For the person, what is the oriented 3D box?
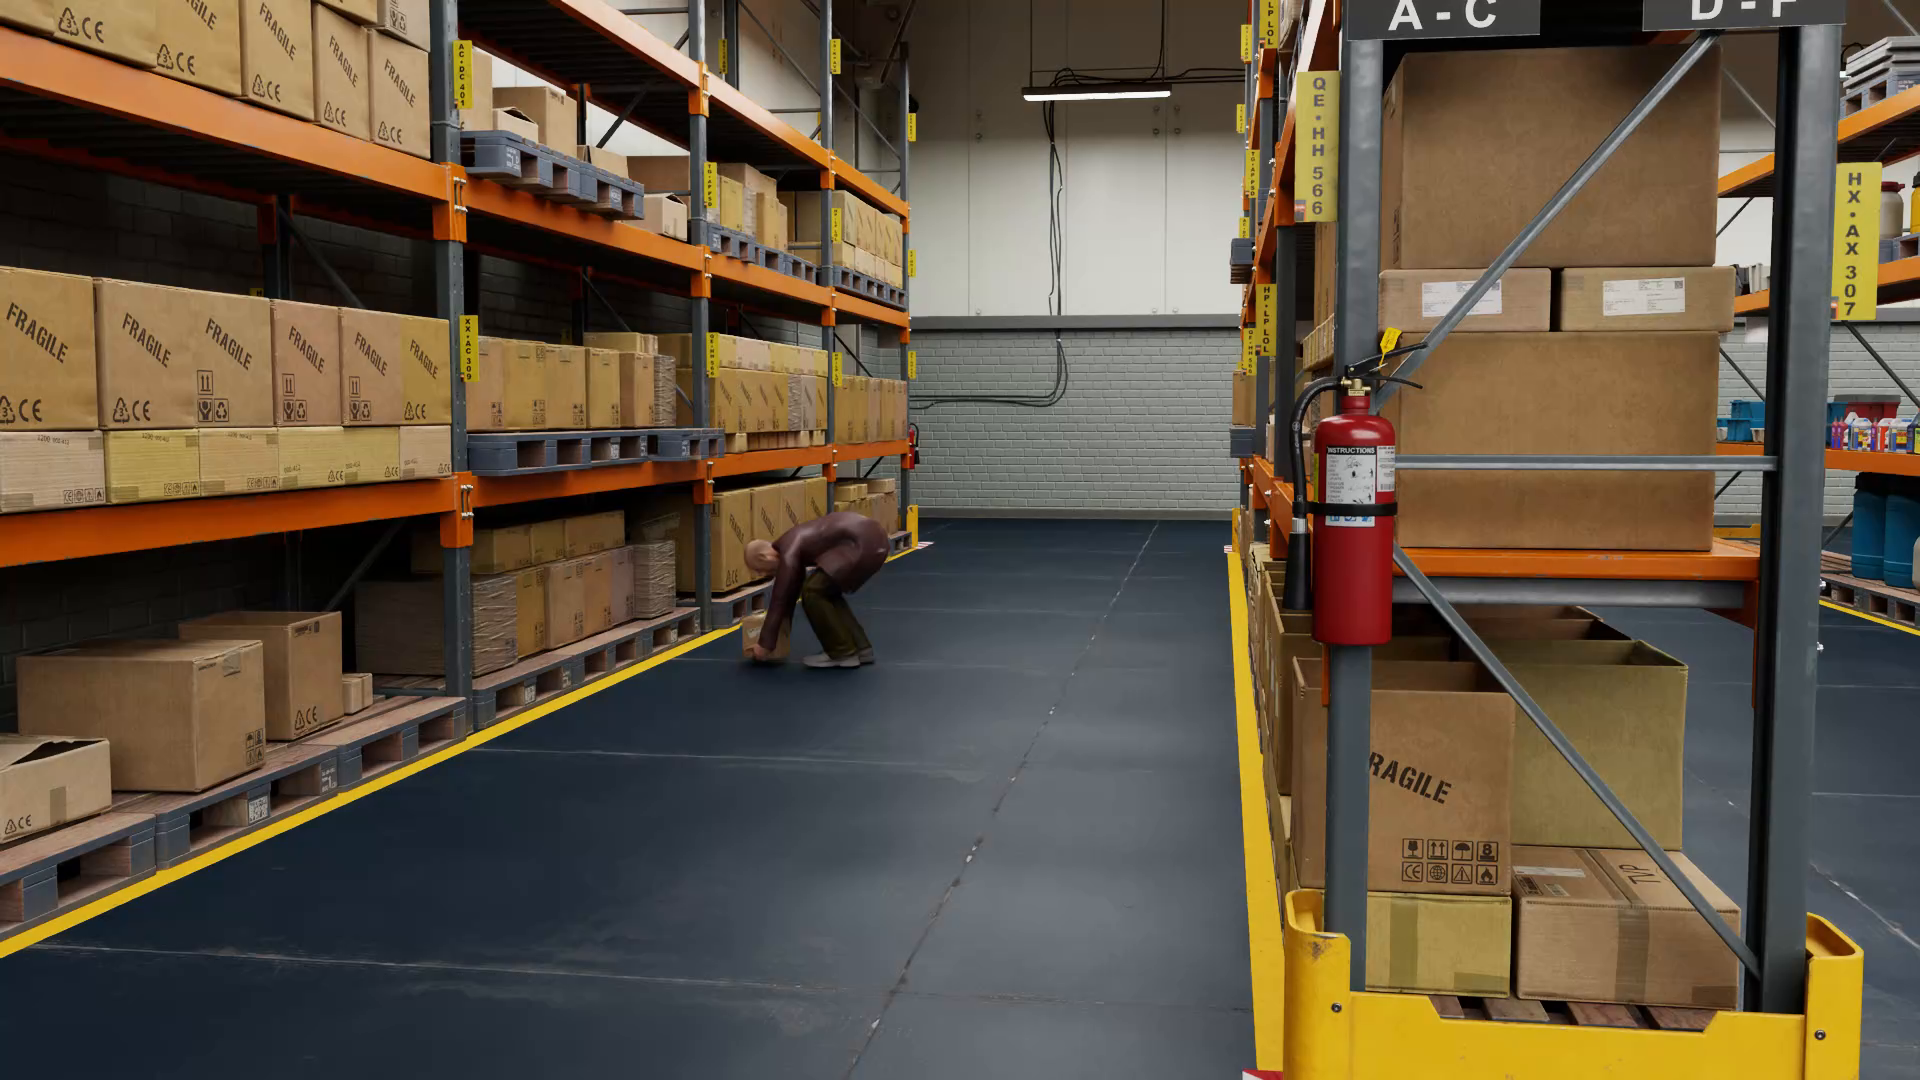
[{"bbox_3d":[-0.918,0.307,10.672,0.942,0.996,0.583,0,4,6],"label":"person"}]
